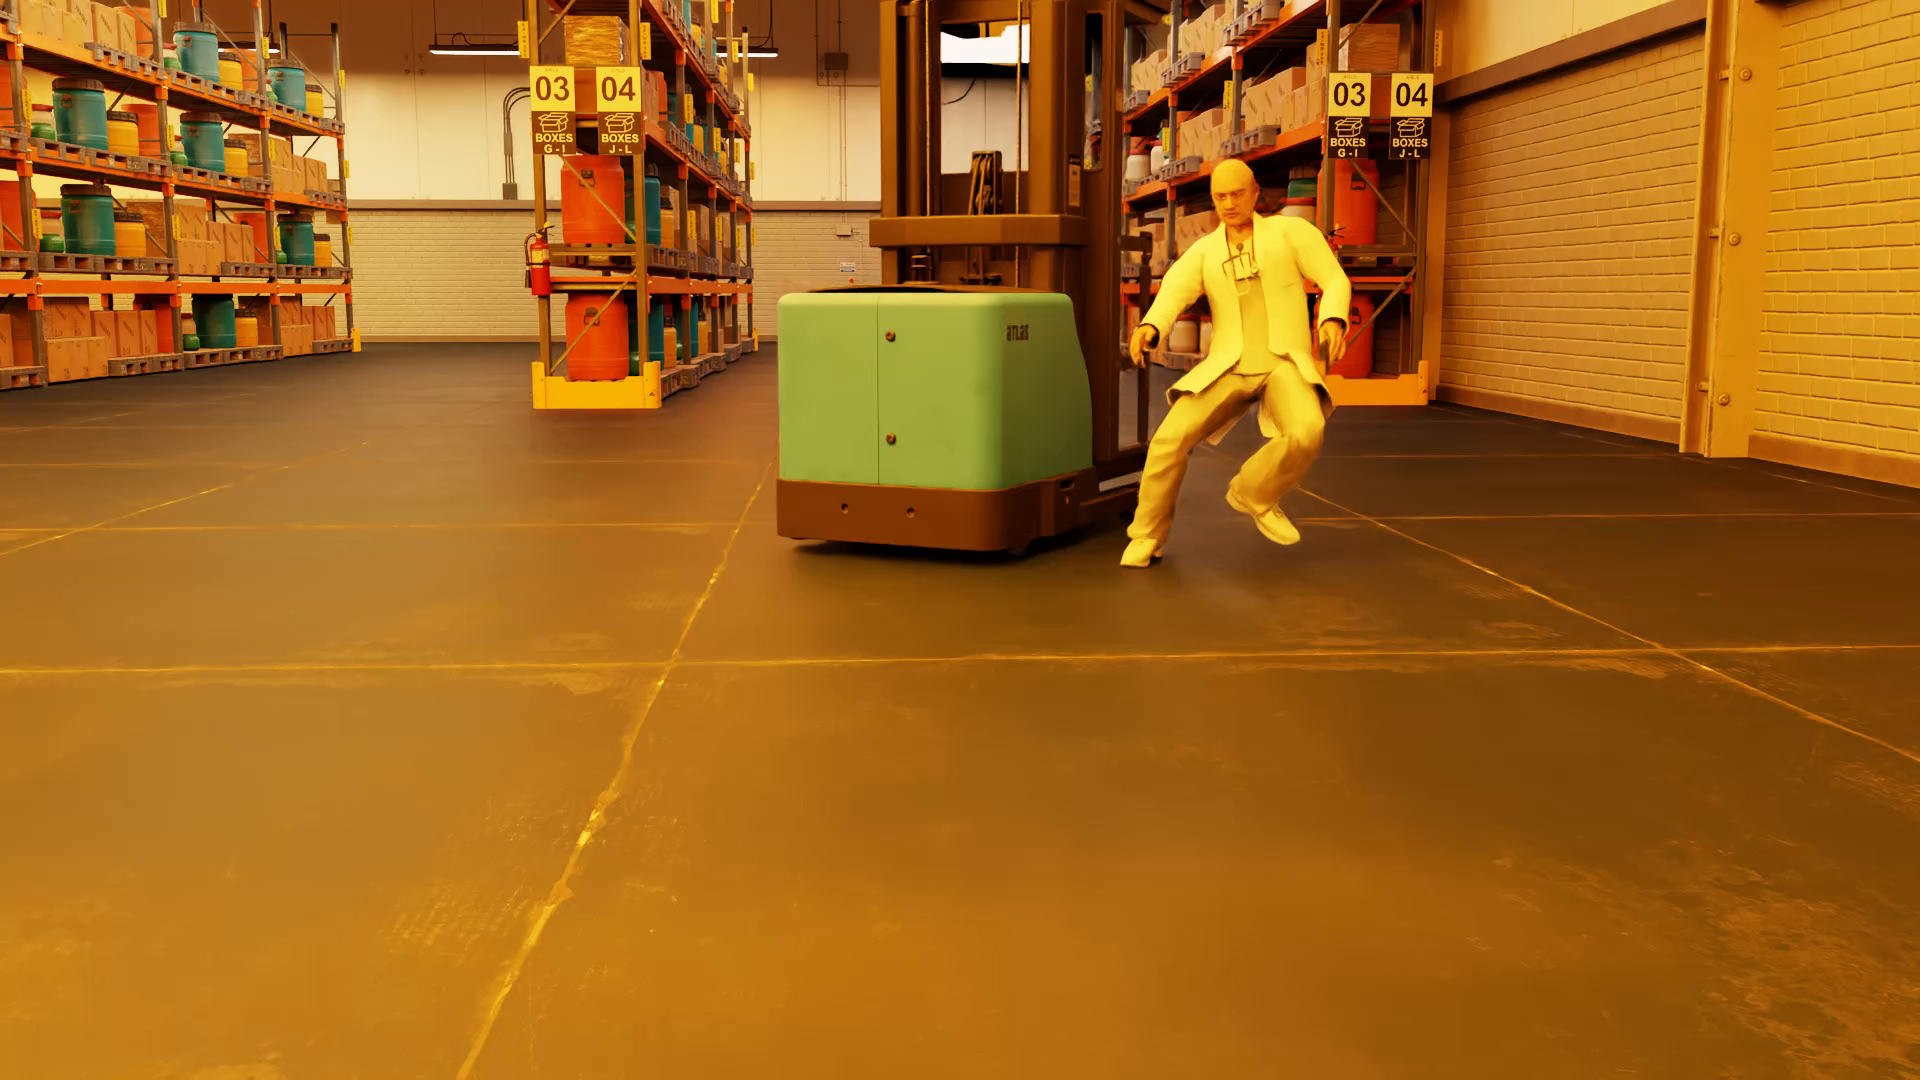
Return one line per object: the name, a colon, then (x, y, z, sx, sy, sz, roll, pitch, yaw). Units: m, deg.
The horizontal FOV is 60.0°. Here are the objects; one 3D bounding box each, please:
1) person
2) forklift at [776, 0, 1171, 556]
person: (1.077, -0.682, 6.486, 0.854, 1.599, 0.757, 3, 9, 20)
forklift: (0.325, -1.563, 7.858, 1.130, 2.935, 3.031, 4, 9, 25)
